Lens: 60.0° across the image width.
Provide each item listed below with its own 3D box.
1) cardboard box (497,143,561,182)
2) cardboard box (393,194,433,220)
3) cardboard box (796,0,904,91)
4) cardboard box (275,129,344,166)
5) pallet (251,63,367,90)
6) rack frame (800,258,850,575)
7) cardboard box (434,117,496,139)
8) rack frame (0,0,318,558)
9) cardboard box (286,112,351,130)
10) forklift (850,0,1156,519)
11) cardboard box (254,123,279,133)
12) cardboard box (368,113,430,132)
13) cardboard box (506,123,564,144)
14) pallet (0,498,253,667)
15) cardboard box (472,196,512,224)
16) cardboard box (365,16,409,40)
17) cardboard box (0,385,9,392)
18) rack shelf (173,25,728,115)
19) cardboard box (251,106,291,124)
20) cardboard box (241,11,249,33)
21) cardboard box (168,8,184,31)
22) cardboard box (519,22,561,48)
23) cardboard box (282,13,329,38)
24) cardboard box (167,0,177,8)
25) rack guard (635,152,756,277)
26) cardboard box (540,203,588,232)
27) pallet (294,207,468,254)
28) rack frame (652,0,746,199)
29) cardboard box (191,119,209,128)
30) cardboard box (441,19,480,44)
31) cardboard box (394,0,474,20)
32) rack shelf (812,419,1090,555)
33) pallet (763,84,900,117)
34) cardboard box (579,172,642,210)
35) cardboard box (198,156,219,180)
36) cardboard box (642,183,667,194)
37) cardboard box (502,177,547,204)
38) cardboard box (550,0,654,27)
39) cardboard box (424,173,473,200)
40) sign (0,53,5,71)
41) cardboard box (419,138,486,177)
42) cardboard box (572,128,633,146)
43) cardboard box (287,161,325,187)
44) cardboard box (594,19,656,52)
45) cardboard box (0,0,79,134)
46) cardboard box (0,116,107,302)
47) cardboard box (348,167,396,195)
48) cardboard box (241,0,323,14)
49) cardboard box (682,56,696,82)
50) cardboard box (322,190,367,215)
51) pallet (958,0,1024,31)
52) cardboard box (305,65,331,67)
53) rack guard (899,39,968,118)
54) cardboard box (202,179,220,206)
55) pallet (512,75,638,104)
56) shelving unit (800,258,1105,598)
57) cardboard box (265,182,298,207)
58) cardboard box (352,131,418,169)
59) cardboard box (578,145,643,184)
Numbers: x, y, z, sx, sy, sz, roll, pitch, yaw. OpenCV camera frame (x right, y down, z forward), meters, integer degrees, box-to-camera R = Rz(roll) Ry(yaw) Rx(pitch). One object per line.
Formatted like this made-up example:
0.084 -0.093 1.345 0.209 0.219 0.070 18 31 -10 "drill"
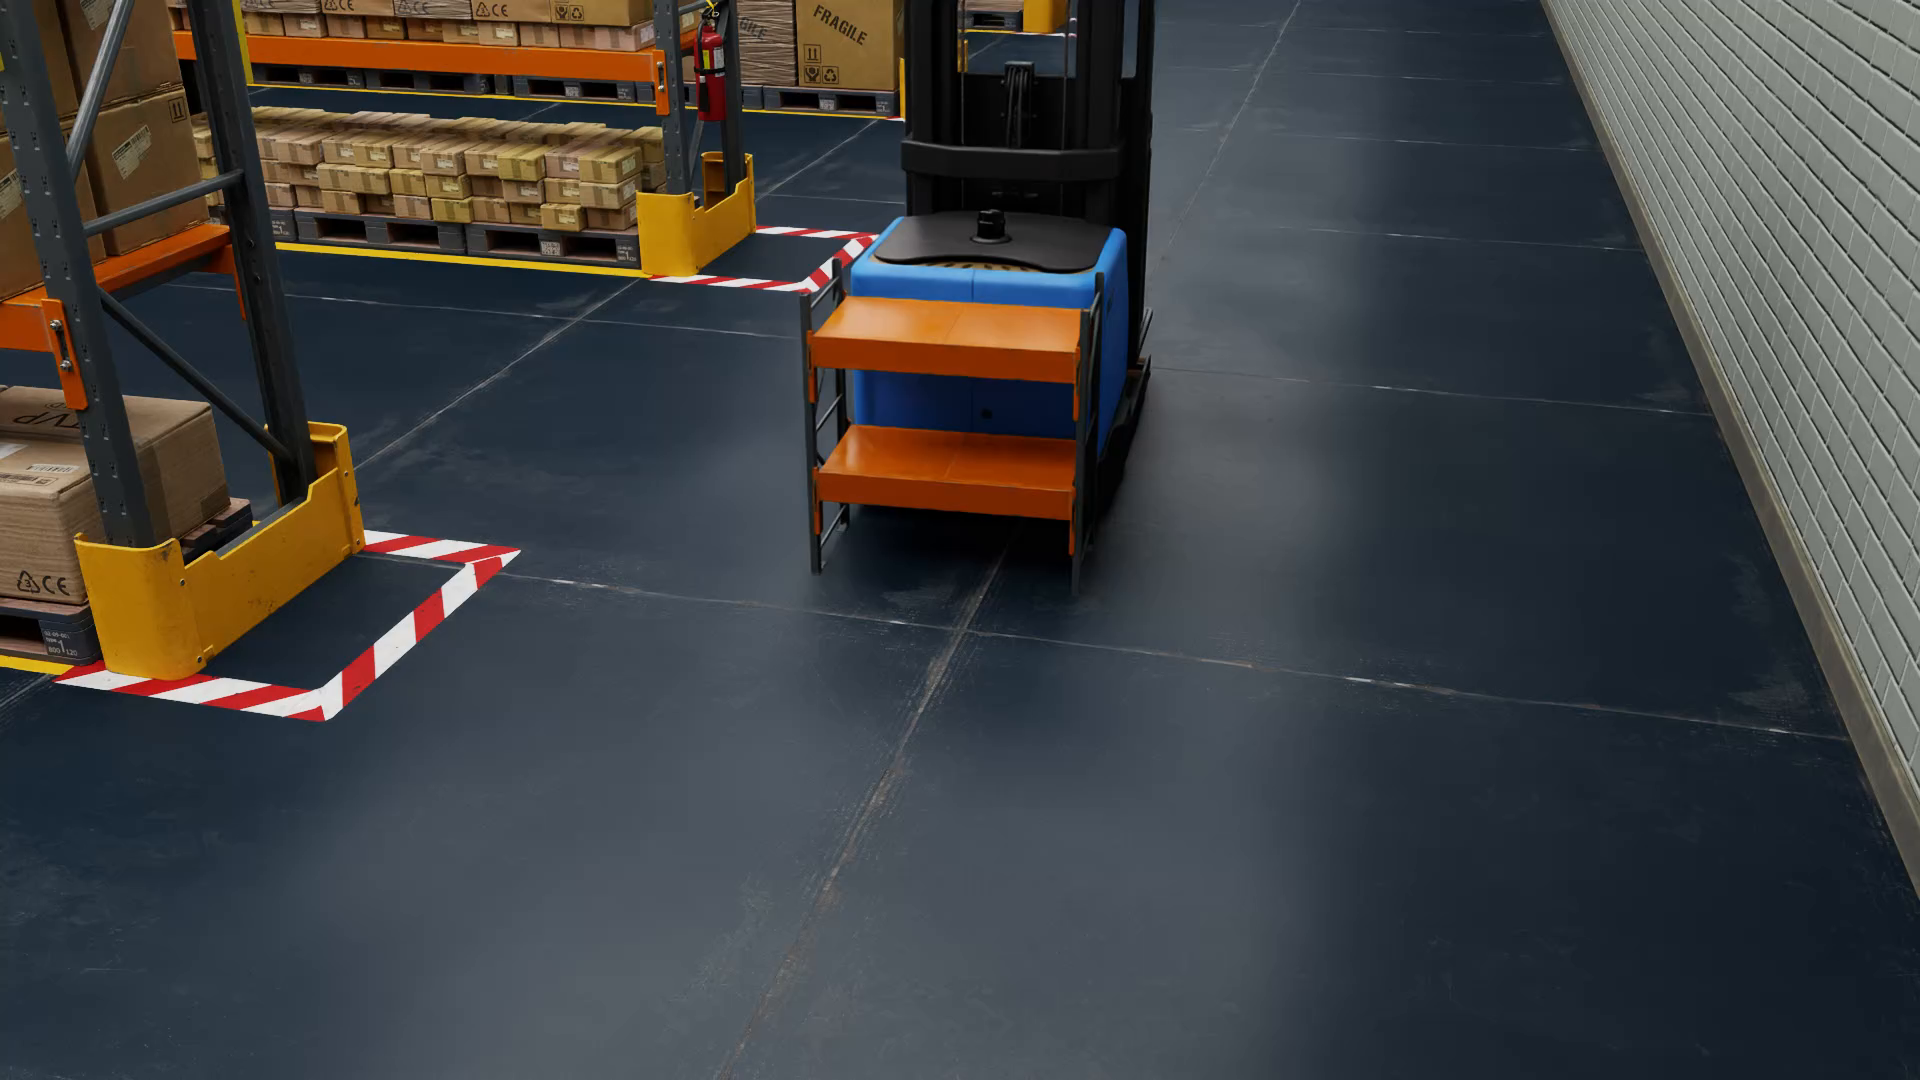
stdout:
-2.667 -2.346 10.323 0.250 0.149 0.380 6 26 12 "cardboard box"
-3.415 -2.179 10.666 0.250 0.149 0.380 7 26 14 "cardboard box"
-0.886 -4.517 14.732 0.875 0.875 0.875 6 26 13 "cardboard box"
-4.178 -2.534 10.718 0.250 0.149 0.380 7 26 14 "cardboard box"
-6.072 -4.602 16.171 1.213 0.211 1.003 6 26 13 "pallet"
-0.517 -0.477 6.444 0.032 1.125 0.500 5 26 10 "rack frame"
-3.282 -2.699 11.066 0.250 0.149 0.380 7 26 14 "cardboard box"
-2.715 -1.126 5.626 0.127 3.000 1.000 6 26 13 "rack frame"
-4.312 -2.773 11.220 0.250 0.149 0.380 7 26 15 "cardboard box"
0.346 -2.016 7.574 1.130 2.935 3.031 5 26 10 "forklift"
-4.663 -2.613 10.885 0.250 0.149 0.380 6 26 12 "cardboard box"
-3.763 -2.758 11.190 0.250 0.149 0.380 5 26 11 "cardboard box"
-2.773 -2.618 10.896 0.250 0.149 0.380 5 26 10 "cardboard box"
-3.509 0.080 6.337 1.213 0.211 1.003 6 26 13 "pallet"
-2.893 -2.140 10.584 0.250 0.149 0.380 7 26 14 "cardboard box"
-3.453 -3.198 10.270 0.250 0.149 0.380 7 26 14 "cardboard box"
-4.267 -0.283 6.346 0.875 0.438 0.875 7 26 14 "cardboard box"
-3.517 -3.087 10.582 4.000 0.370 1.077 6 26 13 "rack shelf"
-4.787 -2.857 11.396 0.250 0.149 0.380 7 26 14 "cardboard box"
-4.459 -3.311 10.508 0.250 0.149 0.380 5 26 11 "cardboard box"
-4.992 -3.349 10.588 0.250 0.149 0.380 7 26 15 "cardboard box"
-2.444 -3.065 9.990 0.250 0.149 0.380 6 26 12 "cardboard box"
-3.973 -3.225 10.328 0.250 0.149 0.380 7 26 15 "cardboard box"
-5.037 -3.648 10.460 0.500 0.500 0.500 6 26 12 "cardboard box"
-1.653 -2.077 10.532 0.348 0.500 1.175 6 26 13 "rack guard"
-2.416 -2.055 10.405 0.250 0.149 0.380 7 26 15 "cardboard box"
-3.609 -2.180 11.084 1.213 0.211 1.003 6 26 13 "pallet"
-1.580 -3.198 9.978 0.127 3.000 1.000 6 26 13 "rack frame"
-5.172 -2.674 11.013 0.250 0.149 0.380 7 26 15 "cardboard box"
-2.945 -3.123 10.112 0.250 0.149 0.380 5 26 11 "cardboard box"
-3.070 -3.426 9.994 0.500 0.500 0.500 6 26 13 "cardboard box"
-0.018 -0.216 6.464 1.000 0.278 0.538 5 26 10 "rack shelf"
-1.041 -4.046 15.003 1.213 0.211 1.003 6 26 13 "pallet"
-2.162 -2.172 10.305 0.250 0.149 0.380 6 26 12 "cardboard box"
-4.915 -2.501 10.996 0.250 0.149 0.380 6 26 13 "cardboard box"
-2.008 -2.290 10.898 0.250 0.149 0.380 7 26 14 "cardboard box"
-2.666 -2.227 10.421 0.250 0.149 0.380 5 26 11 "cardboard box"
-2.079 -3.318 9.768 0.500 0.500 0.500 7 26 14 "cardboard box"
-3.171 -2.277 10.526 0.250 0.149 0.380 7 26 14 "cardboard box"
-2.863 -1.532 4.855 0.005 0.325 0.100 6 26 13 "sign"
-3.176 -2.405 10.449 0.250 0.149 0.380 7 26 15 "cardboard box"
-2.300 -2.546 10.744 0.250 0.149 0.380 7 26 14 "cardboard box"
-4.149 -2.421 10.827 0.250 0.149 0.380 8 26 15 "cardboard box"
-1.966 -3.002 9.858 0.250 0.149 0.380 6 26 13 "cardboard box"
-3.241 -1.575 5.290 0.500 0.500 0.500 7 26 15 "cardboard box"
-3.248 -1.113 5.482 0.500 0.500 0.500 6 26 13 "cardboard box"
-3.688 -2.330 10.637 0.250 0.149 0.380 7 26 14 "cardboard box"
-4.077 -3.529 10.210 0.500 0.500 0.500 6 26 12 "cardboard box"
-2.630 -4.710 15.137 0.875 0.875 0.875 6 26 13 "cardboard box"
-3.914 -2.234 10.780 0.250 0.149 0.380 6 26 12 "cardboard box"
0.198 -6.159 19.442 1.213 0.211 1.003 6 26 13 "pallet"
-5.611 -5.066 15.885 0.875 0.875 1.225 5 26 11 "cardboard box"
-0.223 -4.121 14.824 0.348 0.500 1.175 6 26 13 "rack guard"
-4.924 -2.327 10.977 0.250 0.149 0.380 7 26 15 "cardboard box"
-3.404 -4.307 15.551 1.213 0.211 1.003 6 26 13 "pallet"
-0.018 -0.437 6.359 1.048 1.125 0.538 5 26 10 "shelving unit"
-4.412 -2.316 10.953 0.250 0.149 0.380 6 26 12 "cardboard box"
-3.665 -2.496 10.639 0.250 0.149 0.380 6 26 13 "cardboard box"
-2.156 -2.320 10.270 0.250 0.149 0.380 7 26 14 "cardboard box"
